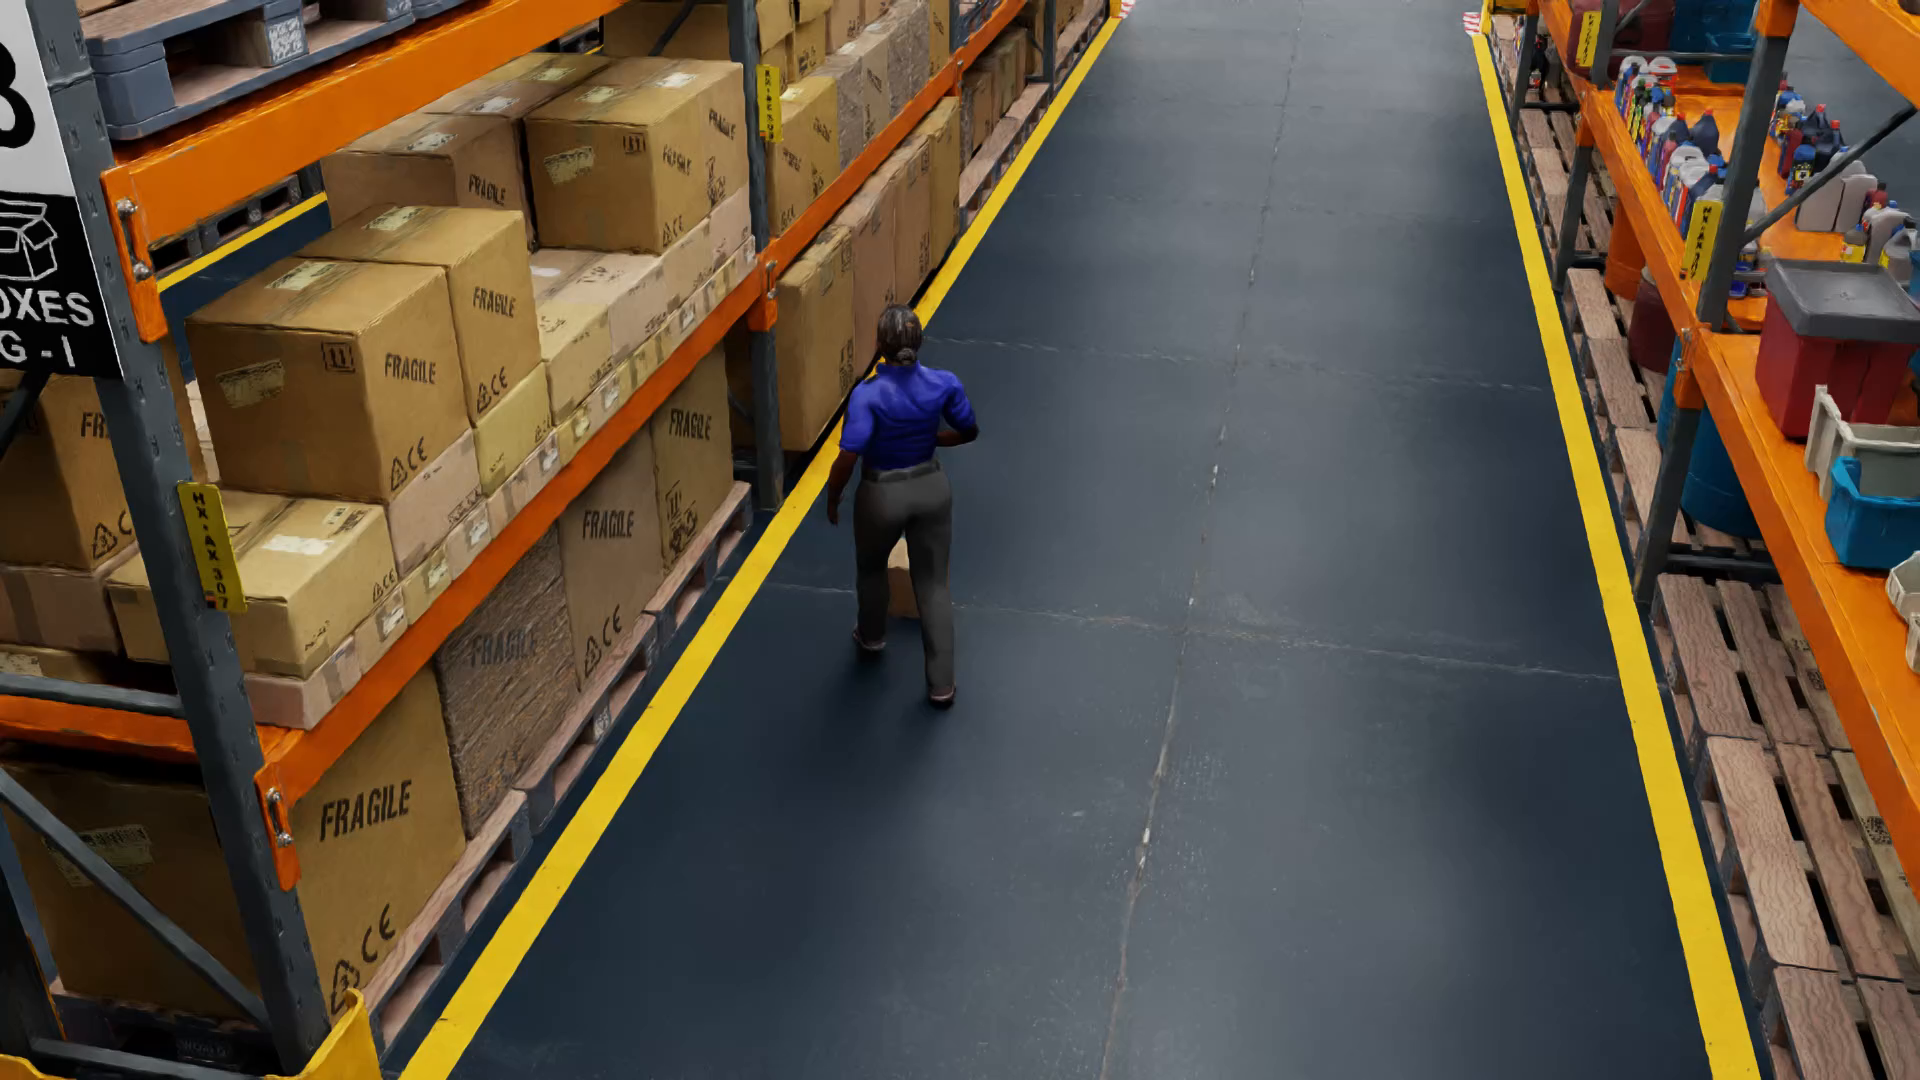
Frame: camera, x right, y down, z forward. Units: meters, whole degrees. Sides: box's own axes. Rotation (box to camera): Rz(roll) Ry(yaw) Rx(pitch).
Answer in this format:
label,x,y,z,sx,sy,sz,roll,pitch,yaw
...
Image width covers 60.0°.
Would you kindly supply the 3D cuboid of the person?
label,x,y,z,sx,sy,sz,roll,pitch,yaw
person,-0.267,-0.193,6.483,0.613,1.647,0.743,-10,30,-17
